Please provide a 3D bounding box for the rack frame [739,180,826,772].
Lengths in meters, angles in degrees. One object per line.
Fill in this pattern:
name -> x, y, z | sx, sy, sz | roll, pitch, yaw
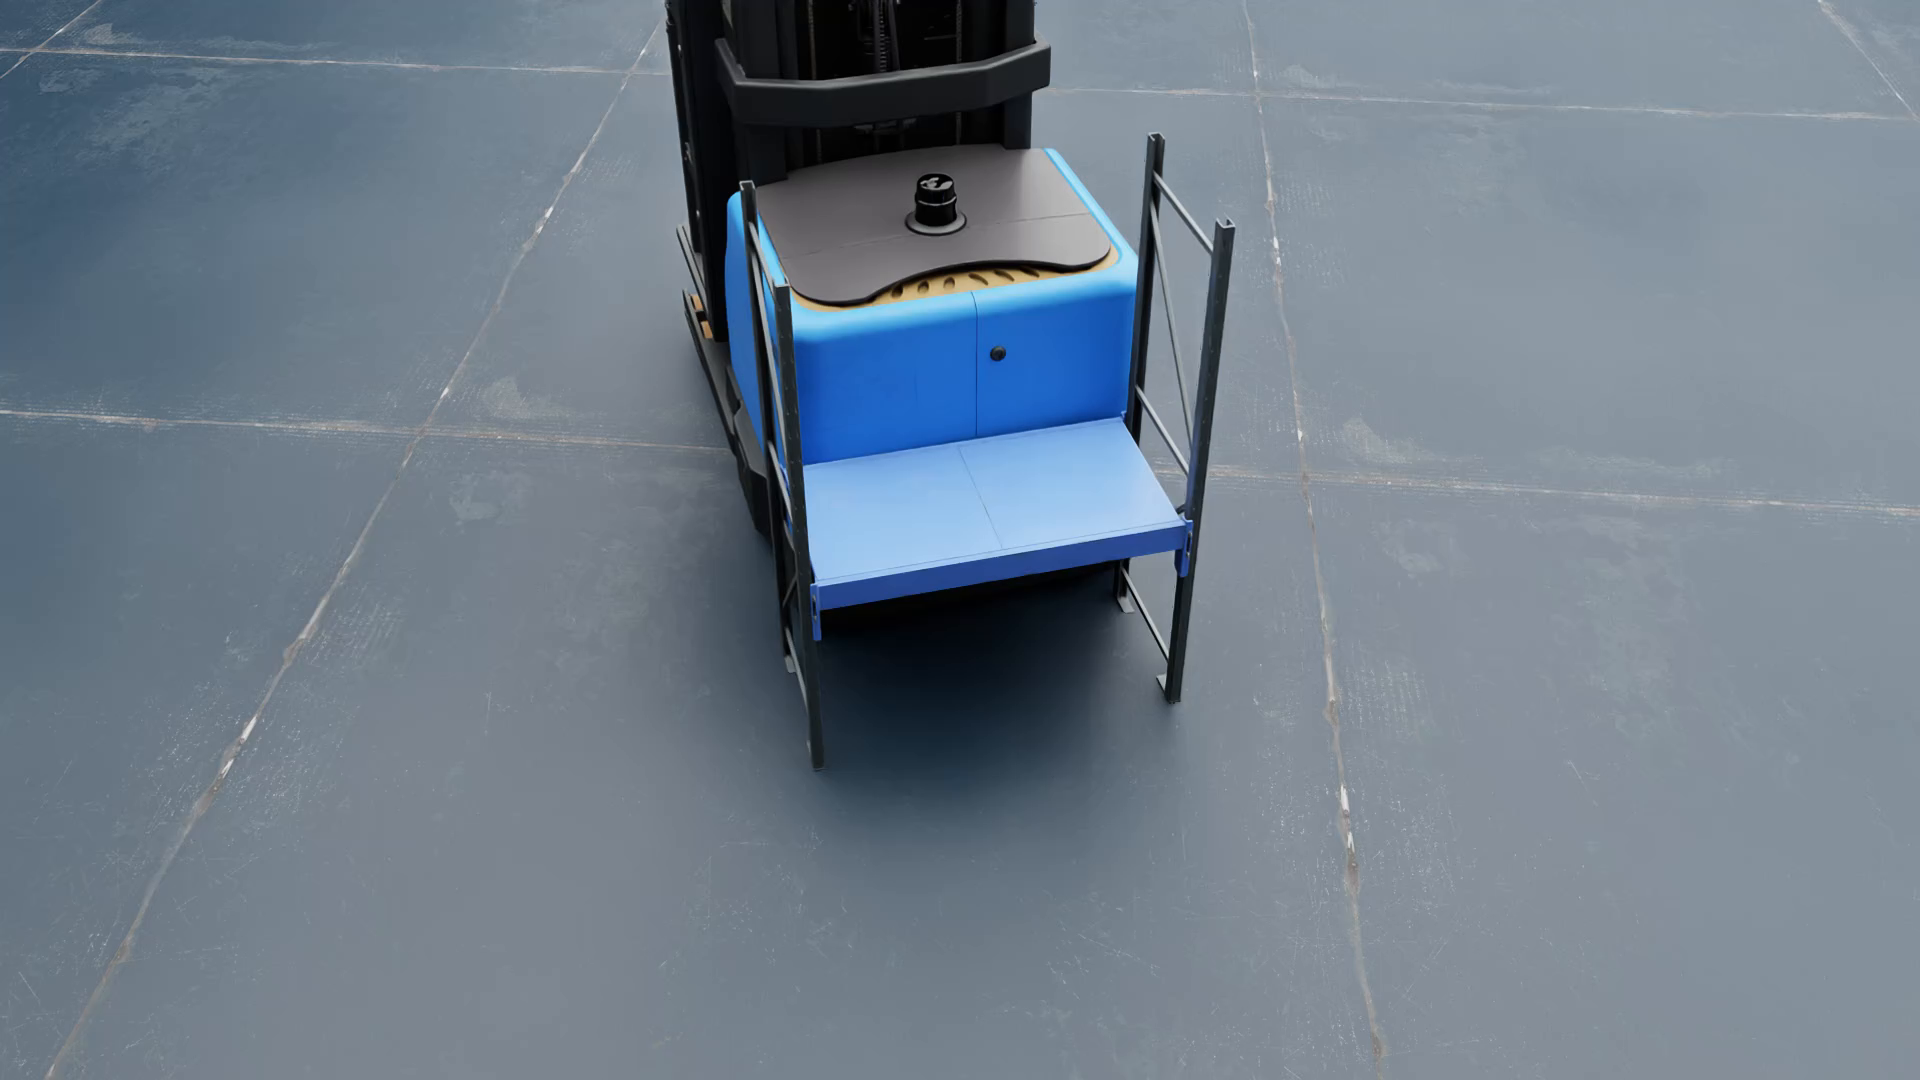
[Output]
rack frame -> -0.441, -0.111, 4.198 | 0.032, 1.500, 0.500 | -9, 40, -11

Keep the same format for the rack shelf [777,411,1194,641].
rack shelf -> 0.051, -0.053, 4.412 | 1.000, 0.185, 0.538 | -9, 40, -11

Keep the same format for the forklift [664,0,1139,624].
forklift -> -0.388, -1.830, 5.176 | 1.130, 2.935, 3.031 | -11, 40, -13

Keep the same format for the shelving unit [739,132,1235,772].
shelving unit -> 0.051, -0.192, 4.298 | 1.048, 1.500, 0.538 | -9, 40, -11

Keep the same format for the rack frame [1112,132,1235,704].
rack frame -> 0.542, -0.274, 4.399 | 0.032, 1.500, 0.500 | -9, 40, -11
